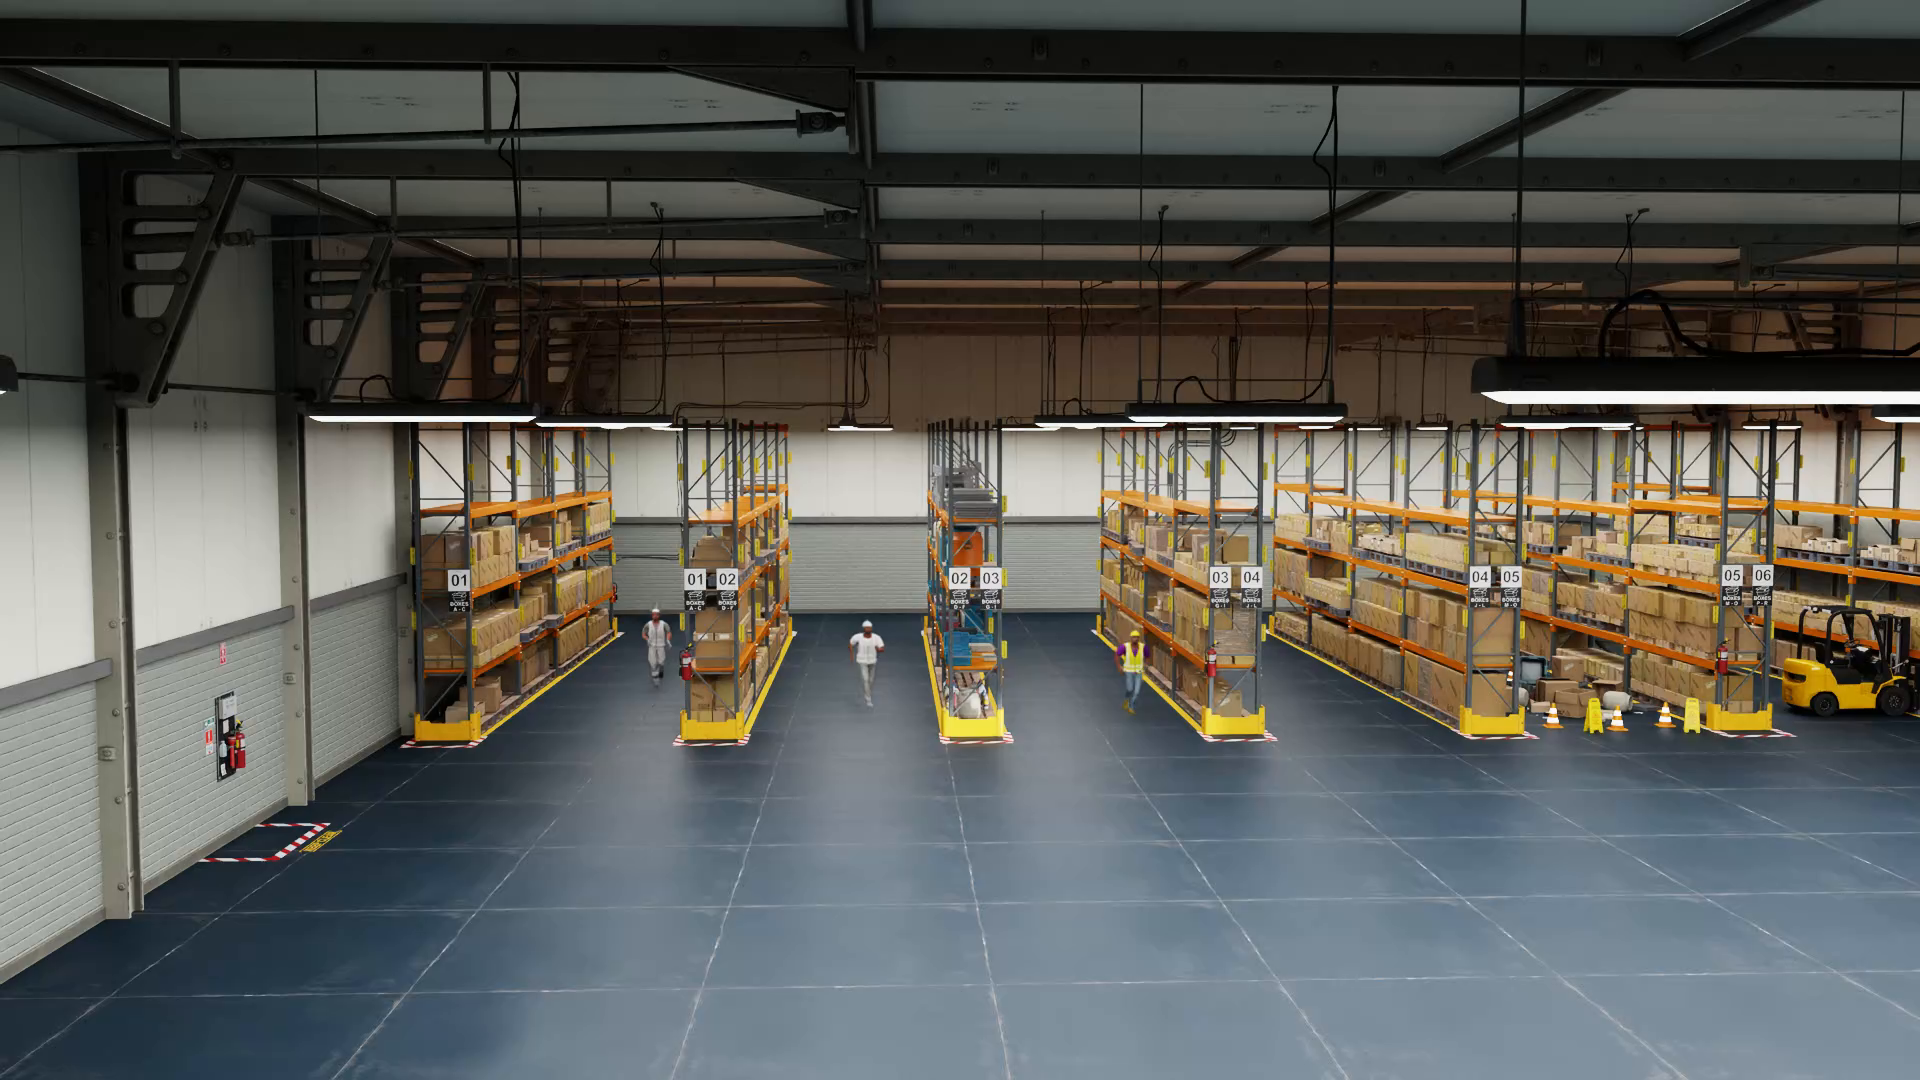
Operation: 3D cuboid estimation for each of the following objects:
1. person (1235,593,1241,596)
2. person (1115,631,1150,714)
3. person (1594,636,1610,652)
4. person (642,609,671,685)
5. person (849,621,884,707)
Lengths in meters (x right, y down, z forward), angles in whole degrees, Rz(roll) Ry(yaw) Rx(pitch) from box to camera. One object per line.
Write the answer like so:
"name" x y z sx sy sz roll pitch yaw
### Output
"person" 7.761 1.857 47.373 0.597 1.665 0.550 1 4 13
"person" 3.537 2.695 33.816 0.704 1.718 0.561 0 4 -6
"person" 16.272 2.172 41.965 0.707 1.740 0.566 0 4 -3
"person" -6.897 2.435 37.785 0.655 1.742 0.592 -1 4 -10
"person" -1.946 2.570 34.924 0.697 1.759 0.988 -1 4 -17
